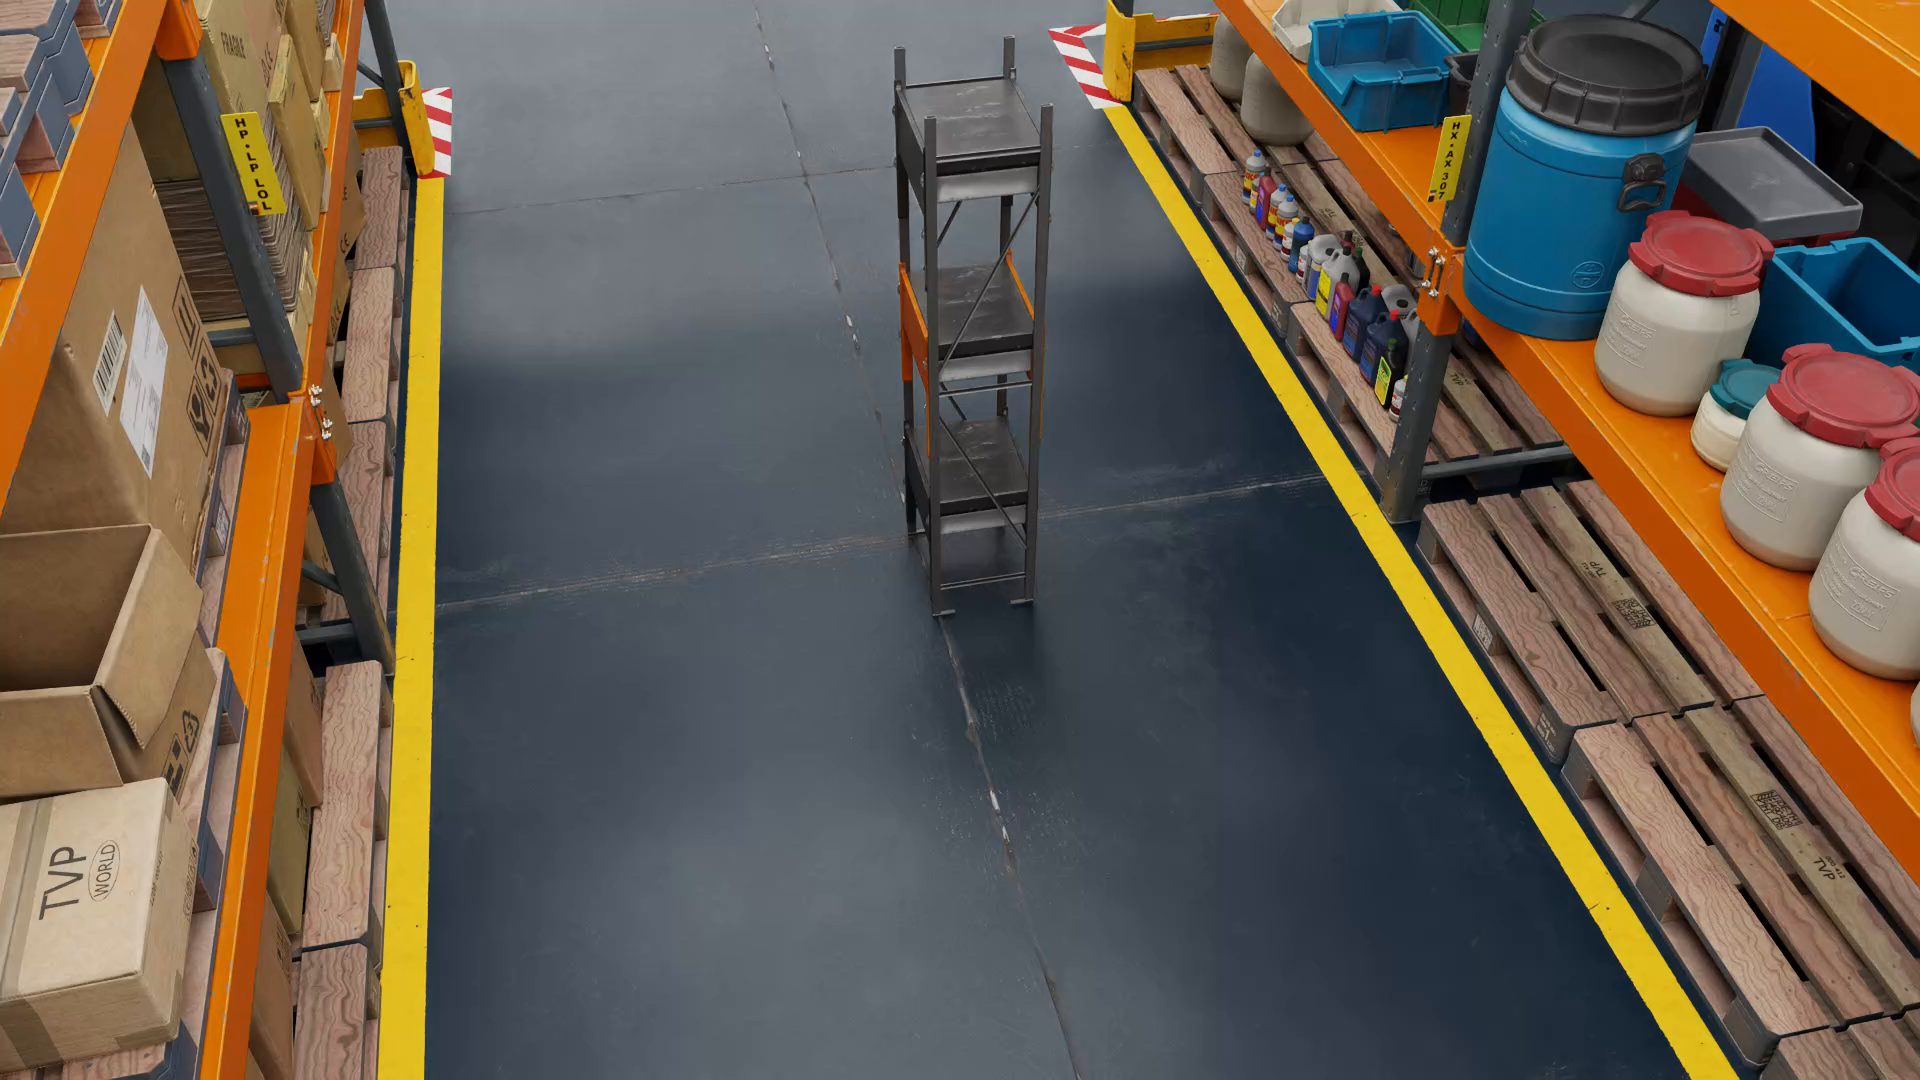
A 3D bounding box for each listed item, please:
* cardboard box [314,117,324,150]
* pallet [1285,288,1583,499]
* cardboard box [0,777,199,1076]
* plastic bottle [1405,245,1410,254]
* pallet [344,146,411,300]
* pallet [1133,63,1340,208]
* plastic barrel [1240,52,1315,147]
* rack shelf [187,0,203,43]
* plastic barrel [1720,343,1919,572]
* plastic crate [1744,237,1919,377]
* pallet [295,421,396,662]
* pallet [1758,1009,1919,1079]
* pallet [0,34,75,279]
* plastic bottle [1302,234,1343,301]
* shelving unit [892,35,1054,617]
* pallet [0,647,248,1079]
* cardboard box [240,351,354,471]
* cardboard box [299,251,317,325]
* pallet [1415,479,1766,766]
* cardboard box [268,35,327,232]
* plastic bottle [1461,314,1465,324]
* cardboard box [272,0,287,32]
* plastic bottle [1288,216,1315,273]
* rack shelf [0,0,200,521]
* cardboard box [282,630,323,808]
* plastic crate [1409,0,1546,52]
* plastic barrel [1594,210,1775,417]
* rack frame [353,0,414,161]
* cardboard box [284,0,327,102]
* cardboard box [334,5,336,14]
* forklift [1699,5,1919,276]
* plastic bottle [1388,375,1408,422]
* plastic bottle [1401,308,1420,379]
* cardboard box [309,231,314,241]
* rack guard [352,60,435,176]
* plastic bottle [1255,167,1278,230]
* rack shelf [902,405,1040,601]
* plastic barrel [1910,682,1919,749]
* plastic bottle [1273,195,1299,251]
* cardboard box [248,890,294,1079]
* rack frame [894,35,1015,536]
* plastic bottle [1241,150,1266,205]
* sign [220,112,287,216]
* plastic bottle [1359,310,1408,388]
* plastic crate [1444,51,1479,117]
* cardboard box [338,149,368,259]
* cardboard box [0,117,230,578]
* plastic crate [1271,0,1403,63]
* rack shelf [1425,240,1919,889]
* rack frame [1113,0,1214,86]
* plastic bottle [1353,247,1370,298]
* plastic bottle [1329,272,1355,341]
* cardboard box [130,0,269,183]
[{"bbox_3d":[-2.646,-1.474,6.341,0.380,0.149,0.250,-8,42,-9],"label":"cardboard box"},{"bbox_3d":[2.133,-0.687,7.365,1.003,0.211,1.213,-8,42,-9],"label":"pallet"},{"bbox_3d":[-1.873,0.793,3.393,0.500,0.250,0.500,-9,42,-10],"label":"cardboard box"},{"bbox_3d":[2.187,-1.462,7.914,0.097,0.201,0.097,0,42,0],"label":"plastic bottle"},{"bbox_3d":[-3.305,-1.548,8.335,1.003,0.211,1.213,-8,42,-9],"label":"pallet"},{"bbox_3d":[1.606,-2.269,9.147,1.003,0.211,1.213,-8,42,-9],"label":"pallet"},{"bbox_3d":[1.699,-2.368,8.715,0.421,0.512,0.421,0,42,0],"label":"plastic barrel"},{"bbox_3d":[-3.031,-2.728,5.846,1.077,0.370,4.000,-8,42,-9],"label":"rack shelf"},{"bbox_3d":[2.388,-0.212,4.627,0.433,0.535,0.433,0,42,0],"label":"plastic barrel"},{"bbox_3d":[2.779,-0.612,5.192,0.392,0.384,0.575,-8,42,-9],"label":"plastic crate"},{"bbox_3d":[-2.779,0.033,6.553,1.003,0.211,1.213,-8,42,-9],"label":"pallet"},{"bbox_3d":[2.971,1.839,4.519,1.003,0.211,1.213,-8,42,-9],"label":"pallet"},{"bbox_3d":[-2.343,-0.543,2.985,1.213,0.211,1.003,-8,42,-9],"label":"pallet"},{"bbox_3d":[1.674,-1.251,7.620,0.152,0.276,0.135,-8,42,-8],"label":"plastic bottle"},{"bbox_3d":[0.036,-0.678,5.932,0.431,2.100,0.503,-8,42,-9],"label":"shelving unit"},{"bbox_3d":[-2.203,0.808,3.724,1.003,0.211,1.213,-8,42,-9],"label":"pallet"},{"bbox_3d":[-2.777,-0.436,6.549,0.500,0.500,0.500,4,42,4],"label":"cardboard box"},{"bbox_3d":[-2.393,-0.832,5.616,0.380,0.149,0.250,-8,42,-9],"label":"cardboard box"},{"bbox_3d":[2.444,0.258,6.301,1.003,0.211,1.213,-8,42,-9],"label":"pallet"},{"bbox_3d":[-2.709,-1.357,5.720,0.875,0.500,0.500,-8,42,-9],"label":"cardboard box"},{"bbox_3d":[2.319,-1.092,7.445,0.097,0.271,0.097,0,42,0],"label":"plastic bottle"},{"bbox_3d":[-2.665,-2.078,5.779,0.500,0.500,0.500,-8,42,-9],"label":"cardboard box"},{"bbox_3d":[1.600,-1.388,7.777,0.097,0.271,0.097,0,42,0],"label":"plastic bottle"},{"bbox_3d":[-2.167,-0.135,2.925,1.077,0.370,4.000,-8,42,-9],"label":"rack shelf"},{"bbox_3d":[-2.488,0.592,5.375,0.700,0.500,0.500,-11,43,-13],"label":"cardboard box"},{"bbox_3d":[2.220,-2.130,7.050,0.450,0.188,0.662,-8,42,-9],"label":"plastic crate"},{"bbox_3d":[2.229,-0.688,5.163,0.433,0.535,0.433,0,42,0],"label":"plastic barrel"},{"bbox_3d":[-3.463,-3.172,8.064,1.000,3.000,0.127,-8,42,-9],"label":"rack frame"},{"bbox_3d":[-2.983,-1.997,6.441,0.875,0.500,0.500,-8,42,-9],"label":"cardboard box"},{"bbox_3d":[-3.003,-2.442,7.430,0.380,0.149,0.250,-8,42,-9],"label":"cardboard box"},{"bbox_3d":[4.606,-2.167,6.983,1.130,2.935,3.031,-10,43,-11],"label":"forklift"},{"bbox_3d":[1.854,-0.597,6.940,0.097,0.201,0.097,0,42,0],"label":"plastic bottle"},{"bbox_3d":[1.957,-0.859,7.123,0.144,0.351,0.185,-8,42,-9],"label":"plastic bottle"},{"bbox_3d":[-2.537,-1.150,5.976,0.380,0.149,0.250,-8,42,-9],"label":"cardboard box"},{"bbox_3d":[-3.446,-2.188,8.838,1.175,0.500,0.348,-8,42,-9],"label":"rack guard"},{"bbox_3d":[1.492,-1.661,8.076,0.061,0.283,0.133,-8,42,-9],"label":"plastic bottle"},{"bbox_3d":[0.036,-0.144,6.406,0.431,0.518,0.480,-8,42,-9],"label":"rack shelf"},{"bbox_3d":[2.579,0.353,4.009,0.421,0.512,0.421,0,42,0],"label":"plastic barrel"},{"bbox_3d":[1.556,-1.519,7.925,0.097,0.271,0.097,0,42,0],"label":"plastic bottle"},{"bbox_3d":[-2.282,1.267,4.615,0.700,0.500,0.500,-12,43,-13],"label":"cardboard box"},{"bbox_3d":[-0.017,-0.836,6.110,0.400,2.100,0.015,-8,42,-9],"label":"rack frame"},{"bbox_3d":[1.461,-1.806,8.249,0.097,0.271,0.097,0,42,0],"label":"plastic bottle"},{"bbox_3d":[-2.058,-1.094,4.851,0.100,0.325,0.005,-8,42,-9],"label":"sign"},{"bbox_3d":[1.817,-0.839,7.099,0.144,0.351,0.185,-9,42,-10],"label":"plastic bottle"},{"bbox_3d":[2.248,-1.623,6.366,0.767,0.338,0.504,-8,42,-9],"label":"plastic crate"},{"bbox_3d":[-3.182,-1.604,7.864,0.500,0.500,0.500,2,42,2],"label":"cardboard box"},{"bbox_3d":[-2.564,-0.425,4.201,1.000,1.000,1.000,-8,42,-9],"label":"cardboard box"},{"bbox_3d":[1.639,-2.206,7.175,0.530,0.136,0.437,-8,42,-9],"label":"plastic crate"},{"bbox_3d":[2.669,0.277,4.721,1.077,0.370,4.000,-8,42,-9],"label":"rack shelf"},{"bbox_3d":[1.374,-3.882,8.863,1.000,3.000,0.127,-8,42,-9],"label":"rack frame"},{"bbox_3d":[1.800,-1.179,7.533,0.061,0.283,0.133,-8,42,-9],"label":"plastic bottle"},{"bbox_3d":[1.699,-1.038,7.374,0.061,0.283,0.133,-6,42,-6],"label":"plastic bottle"},{"bbox_3d":[-2.448,-1.430,5.049,0.500,0.500,0.500,-8,42,-9],"label":"cardboard box"}]
